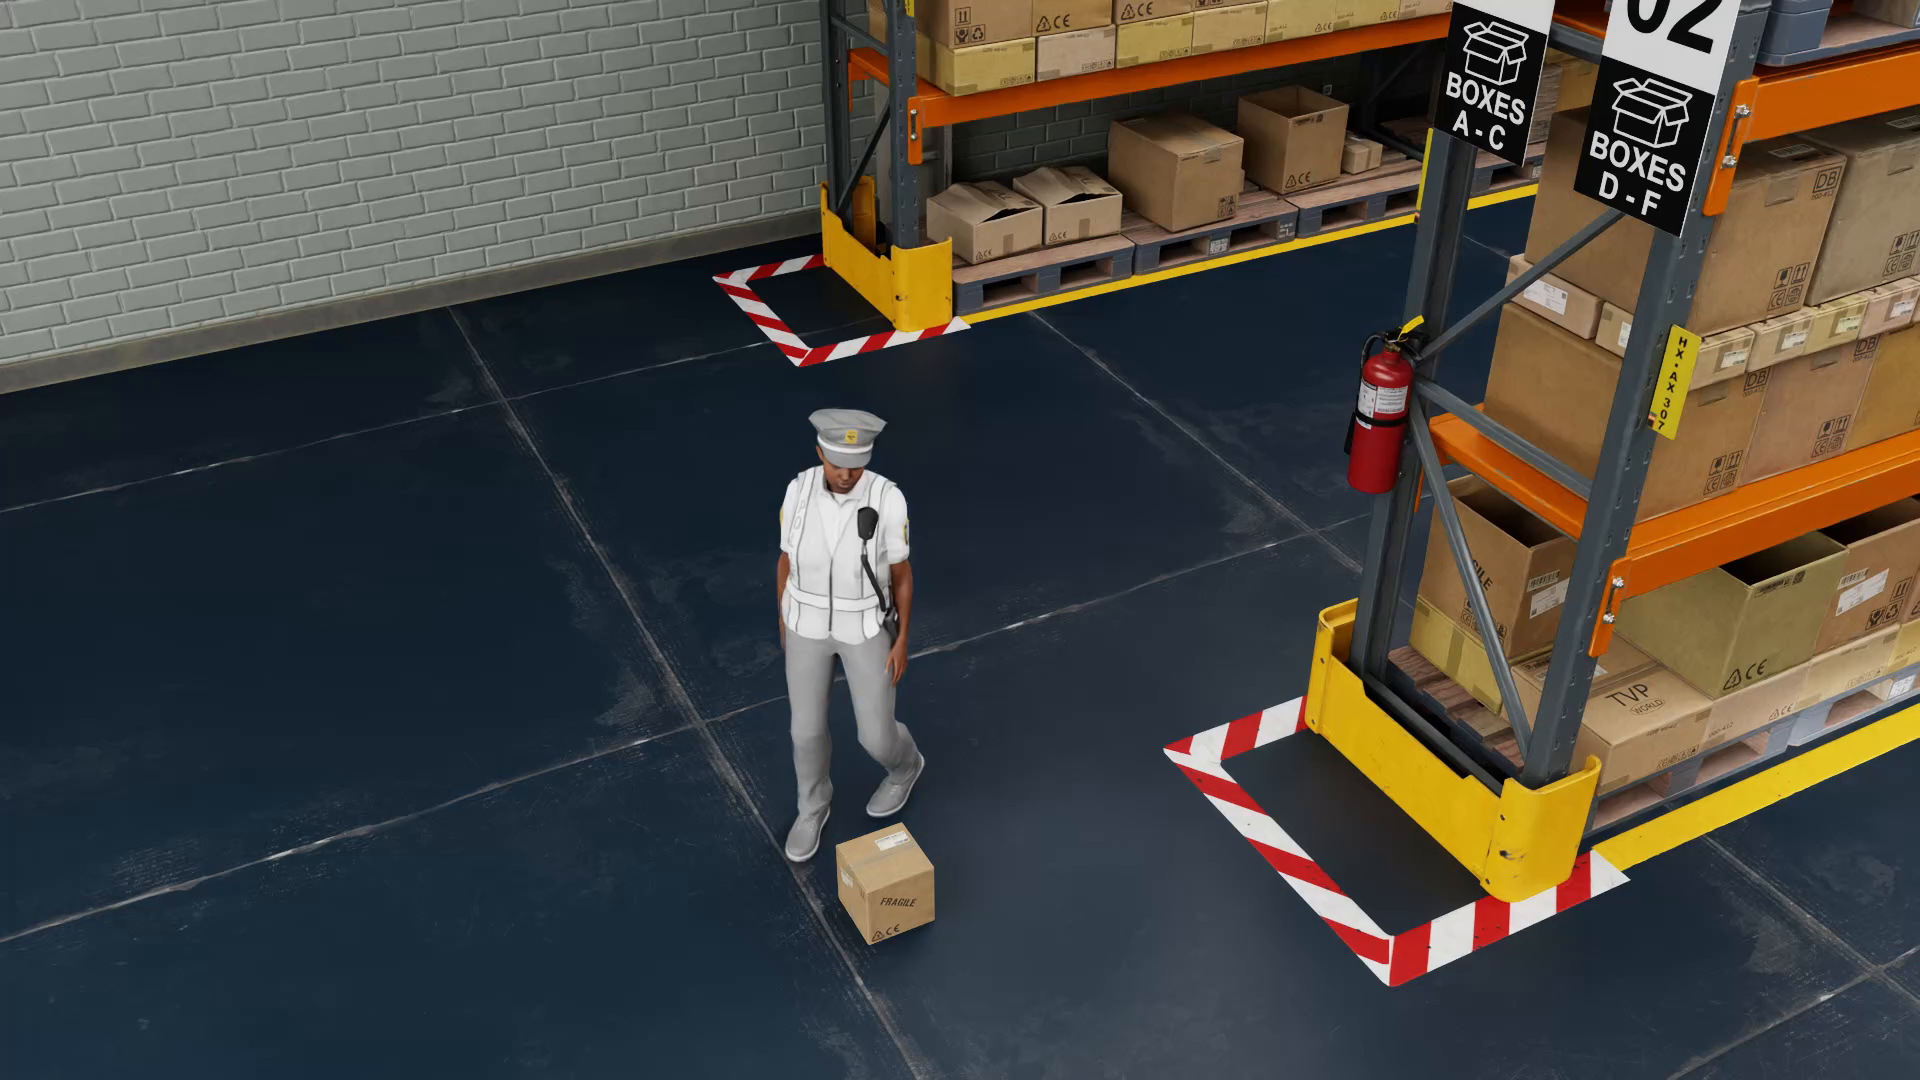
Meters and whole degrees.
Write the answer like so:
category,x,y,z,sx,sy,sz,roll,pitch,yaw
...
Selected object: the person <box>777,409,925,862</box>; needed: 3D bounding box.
category,x,y,z,sx,sy,sz,roll,pitch,yaw
person,-0.406,0.338,5.623,0.476,1.659,0.489,5,34,8
